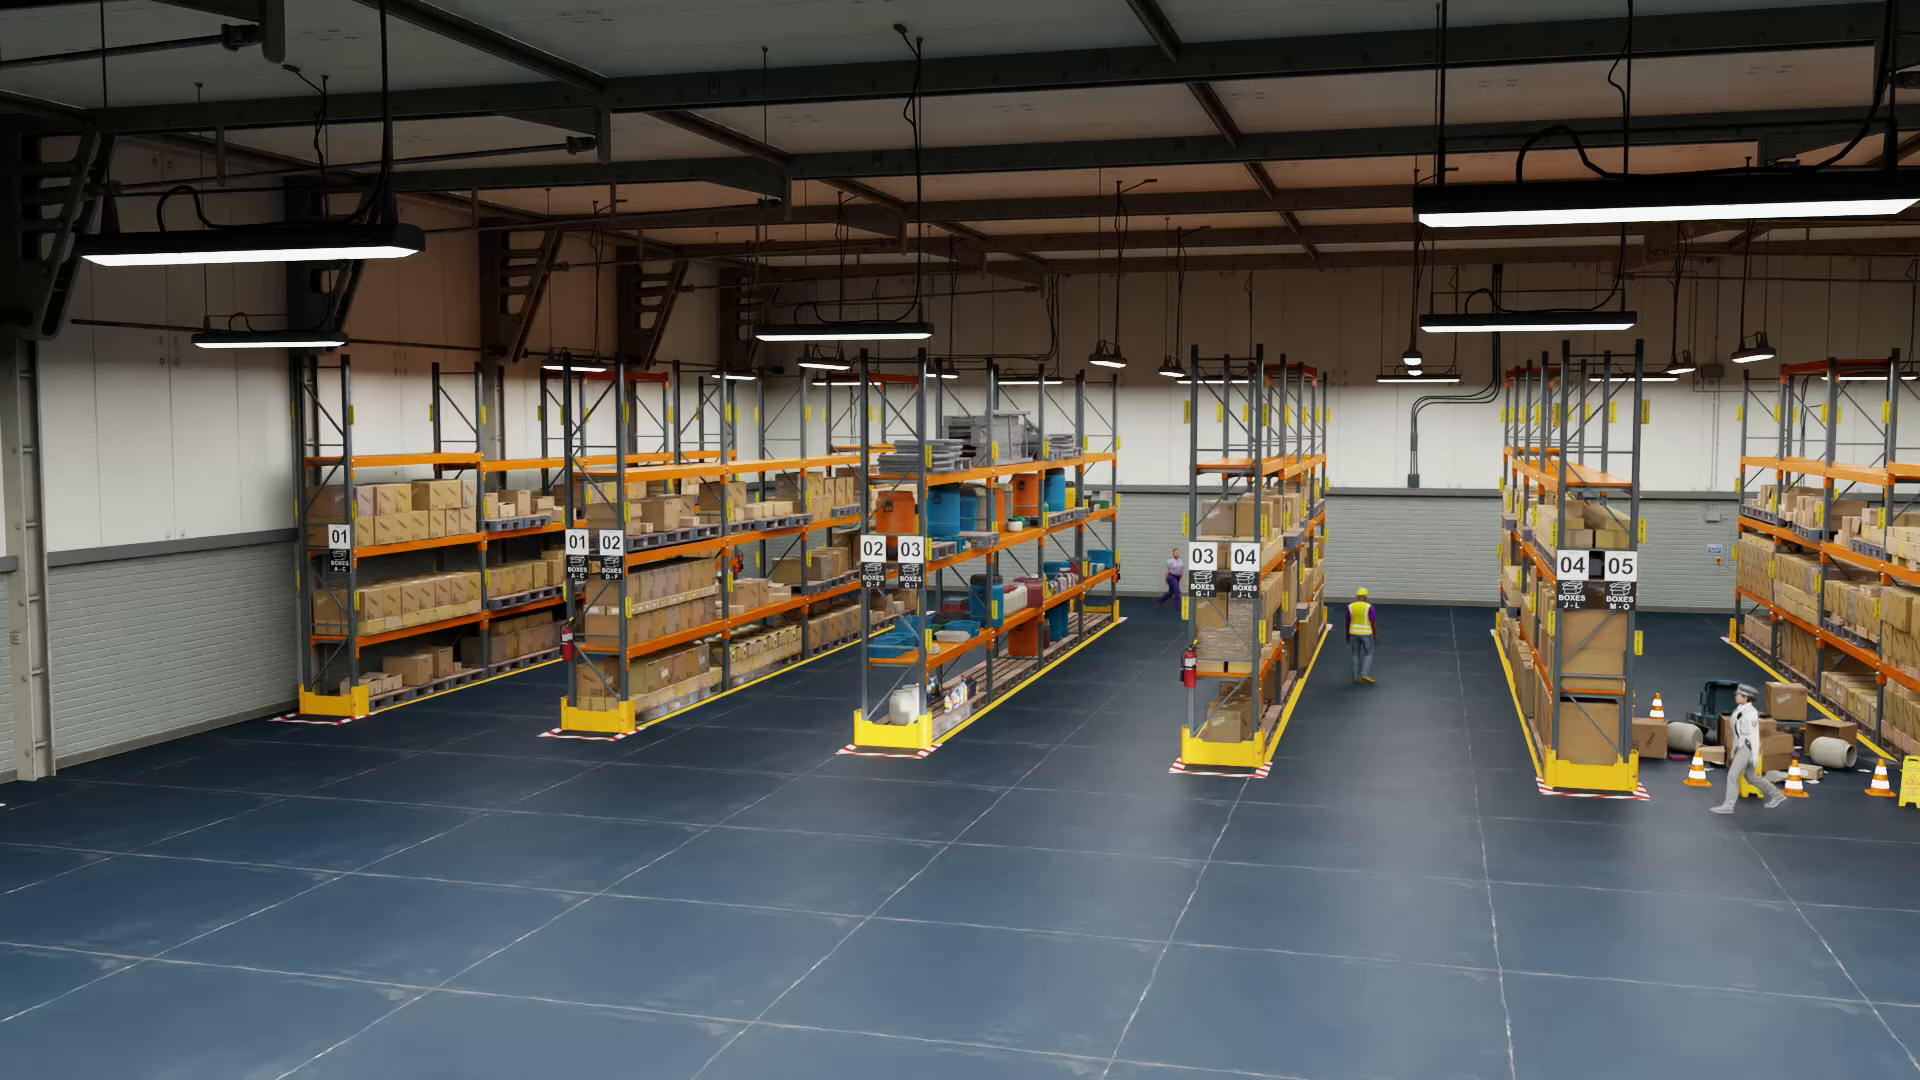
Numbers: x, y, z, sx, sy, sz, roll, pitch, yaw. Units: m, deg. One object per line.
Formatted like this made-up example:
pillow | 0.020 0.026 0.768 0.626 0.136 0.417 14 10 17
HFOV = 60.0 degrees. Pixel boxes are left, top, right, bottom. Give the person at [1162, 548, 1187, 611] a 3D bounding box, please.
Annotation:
person | 5.530 0.995 42.622 0.847 1.604 0.480 4 6 41

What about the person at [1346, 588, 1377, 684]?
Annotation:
person | 7.517 1.798 31.154 0.585 1.818 0.463 2 5 24

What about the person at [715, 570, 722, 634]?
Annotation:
person | -5.127 1.468 35.746 0.618 1.670 0.843 2 5 25

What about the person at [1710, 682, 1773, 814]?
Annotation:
person | 9.815 2.596 20.825 0.787 1.656 0.496 1 4 7
